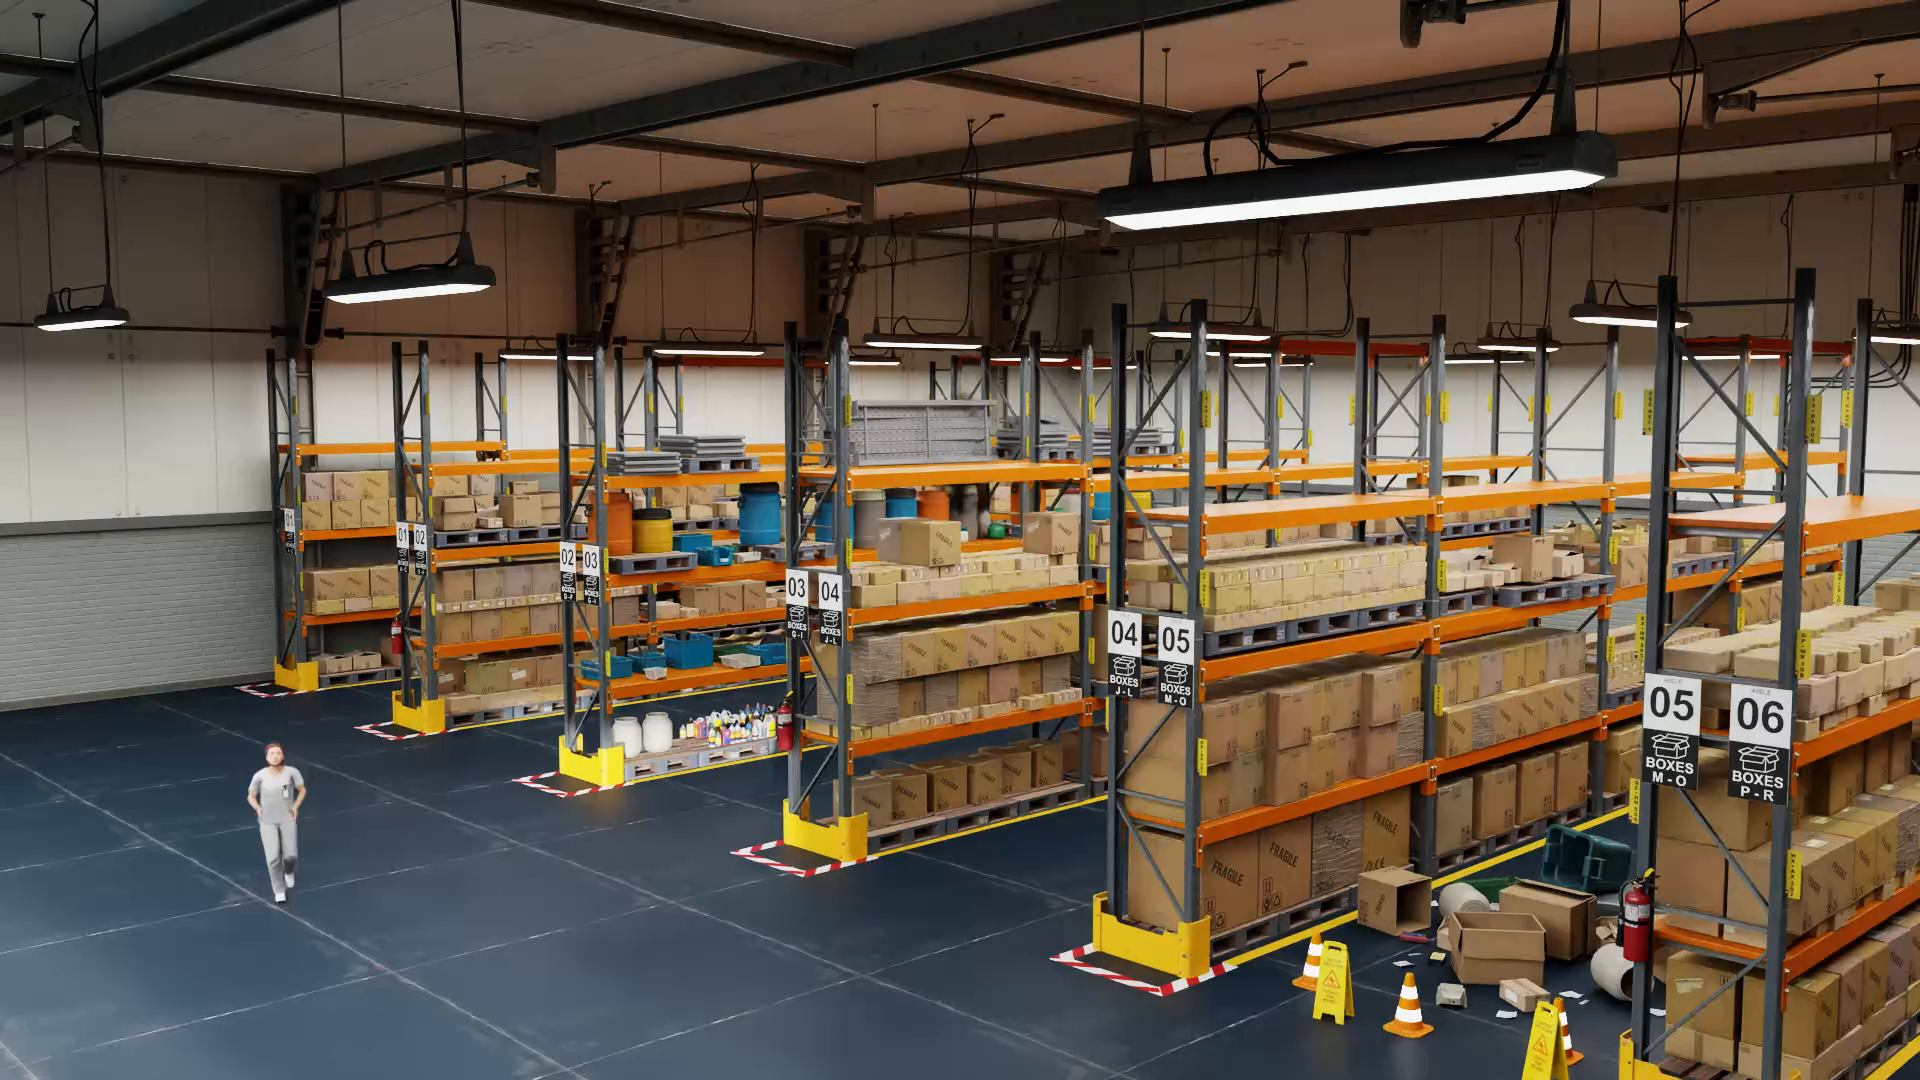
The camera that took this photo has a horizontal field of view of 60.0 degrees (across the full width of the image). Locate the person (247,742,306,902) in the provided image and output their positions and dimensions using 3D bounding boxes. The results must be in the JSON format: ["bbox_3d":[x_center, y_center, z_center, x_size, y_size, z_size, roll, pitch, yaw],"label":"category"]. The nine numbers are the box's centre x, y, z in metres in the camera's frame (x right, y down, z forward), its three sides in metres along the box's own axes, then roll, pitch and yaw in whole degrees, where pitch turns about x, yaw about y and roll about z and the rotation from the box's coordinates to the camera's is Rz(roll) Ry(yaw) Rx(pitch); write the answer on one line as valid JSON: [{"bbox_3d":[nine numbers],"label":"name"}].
[{"bbox_3d":[-6.983,2.881,17.018,0.561,1.620,0.531,-2,5,-22],"label":"person"}]
